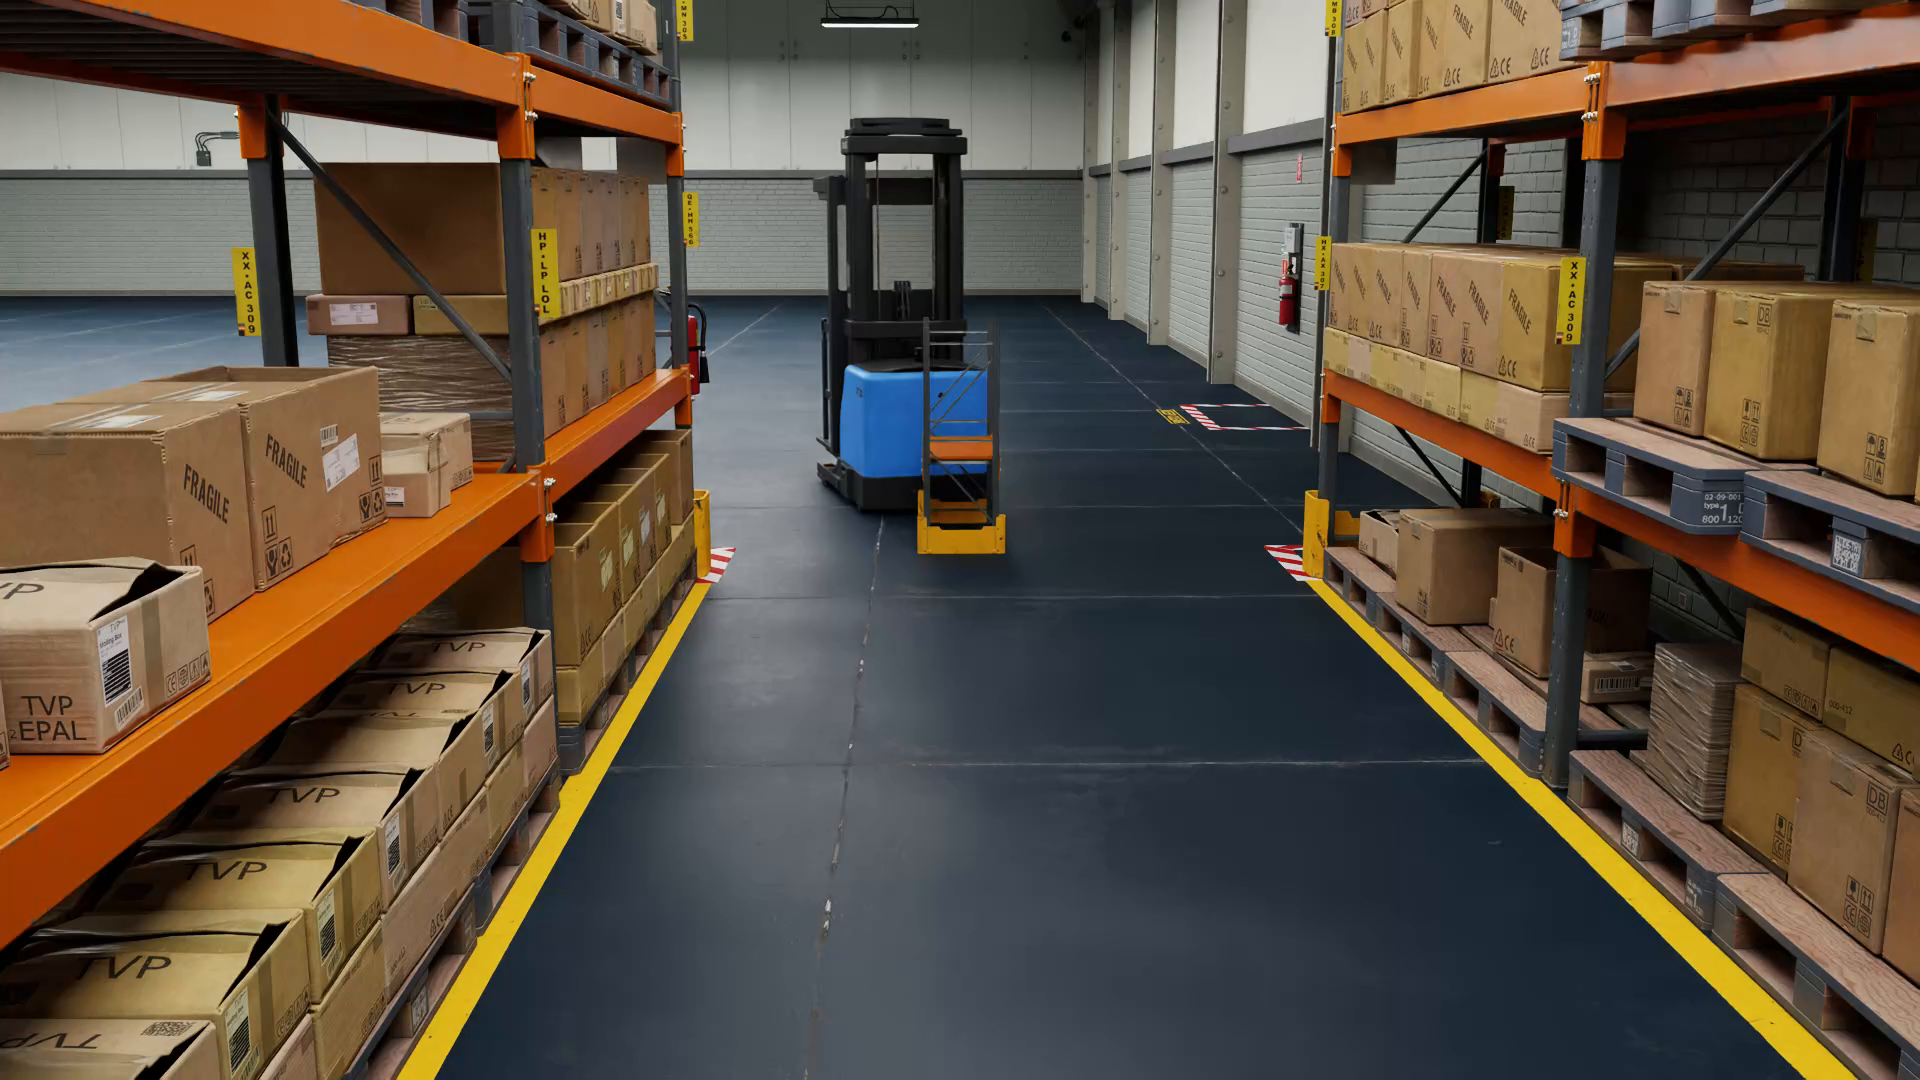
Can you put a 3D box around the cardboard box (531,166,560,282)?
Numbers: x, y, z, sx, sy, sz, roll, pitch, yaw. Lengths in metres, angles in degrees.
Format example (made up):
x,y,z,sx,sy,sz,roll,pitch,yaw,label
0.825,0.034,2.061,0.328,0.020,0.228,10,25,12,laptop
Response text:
x,y,z,sx,sy,sz,roll,pitch,yaw,label
-2.120,-1.337,7.089,0.700,0.500,0.500,0,11,-1,cardboard box

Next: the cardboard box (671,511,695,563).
x,y,z,sx,sy,sz,roll,pitch,yaw,label
-1.869,-0.011,9.930,0.500,0.250,0.500,0,11,-1,cardboard box

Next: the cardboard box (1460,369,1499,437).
x,y,z,sx,sy,sz,roll,pitch,yaw,label
2.544,-0.613,7.362,0.500,0.250,0.500,0,11,-1,cardboard box

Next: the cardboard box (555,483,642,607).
x,y,z,sx,sy,sz,roll,pitch,yaw,label
-1.811,0.019,7.896,0.500,0.500,0.500,0,11,-1,cardboard box

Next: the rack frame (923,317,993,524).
x,y,z,sx,sy,sz,roll,pitch,yaw,label
-0.012,-0.853,11.992,0.500,1.500,0.032,0,11,-1,rack frame

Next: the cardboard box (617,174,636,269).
x,y,z,sx,sy,sz,roll,pitch,yaw,label
-2.162,-1.735,9.054,0.700,0.500,0.500,-1,11,-3,cardboard box

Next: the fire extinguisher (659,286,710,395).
x,y,z,sx,sy,sz,roll,pitch,yaw,label
-1.714,-1.246,10.351,0.296,0.674,0.183,0,11,-1,fire extinguisher

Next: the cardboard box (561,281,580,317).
x,y,z,sx,sy,sz,roll,pitch,yaw,label
-1.927,-1.088,7.492,0.380,0.149,0.250,-1,11,-3,cardboard box

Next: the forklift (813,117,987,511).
x,y,z,sx,sy,sz,roll,pitch,yaw,label
-0.574,-1.901,13.557,1.130,2.935,3.031,-3,12,-14,forklift

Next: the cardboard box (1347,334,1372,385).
x,y,z,sx,sy,sz,roll,pitch,yaw,label
2.494,-1.014,9.342,0.500,0.250,0.500,-1,11,-3,cardboard box

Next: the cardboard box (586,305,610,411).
x,y,z,sx,sy,sz,roll,pitch,yaw,label
-2.144,-0.907,8.233,0.700,0.500,0.500,0,11,1,cardboard box

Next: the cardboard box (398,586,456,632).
x,y,z,sx,sy,sz,roll,pitch,yaw,label
-2.320,0.120,7.396,0.500,0.500,0.500,0,11,-1,cardboard box

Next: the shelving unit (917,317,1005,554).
x,y,z,sx,sy,sz,roll,pitch,yaw,label
-0.002,-0.750,11.485,0.587,1.500,1.083,0,11,-1,shelving unit

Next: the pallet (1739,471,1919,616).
x,y,z,sx,sy,sz,roll,pitch,yaw,label
2.860,0.011,4.441,1.003,0.211,1.213,0,11,-1,pallet

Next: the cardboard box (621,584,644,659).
x,y,z,sx,sy,sz,roll,pitch,yaw,label
-1.810,0.386,7.971,0.500,0.250,0.500,0,11,-1,cardboard box

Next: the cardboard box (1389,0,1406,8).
x,y,z,sx,sy,sz,roll,pitch,yaw,label
2.523,-3.019,8.535,0.500,0.500,0.500,0,11,0,cardboard box

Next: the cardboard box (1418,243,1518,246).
x,y,z,sx,sy,sz,roll,pitch,yaw,label
2.999,-1.491,9.803,0.500,0.500,0.500,0,11,-2,cardboard box

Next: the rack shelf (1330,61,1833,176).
x,y,z,sx,sy,sz,roll,pitch,yaw,label
2.818,-1.999,8.136,1.077,0.370,4.000,0,11,-1,rack shelf

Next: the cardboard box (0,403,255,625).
x,y,z,sx,sy,sz,roll,pitch,yaw,label
-2.062,-0.051,4.013,0.500,0.500,0.500,-1,11,-4,cardboard box

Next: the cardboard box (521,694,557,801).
x,y,z,sx,sy,sz,roll,pitch,yaw,label
-1.795,0.760,6.130,0.500,0.250,0.500,0,11,-2,cardboard box

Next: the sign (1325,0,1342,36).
x,y,z,sx,sy,sz,roll,pitch,yaw,label
2.234,-3.176,9.926,0.100,0.325,0.005,0,11,-1,sign

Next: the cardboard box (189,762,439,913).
x,y,z,sx,sy,sz,roll,pitch,yaw,label
-1.767,0.785,4.592,0.500,0.311,0.500,0,11,-2,cardboard box

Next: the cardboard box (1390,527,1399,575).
x,y,z,sx,sy,sz,roll,pitch,yaw,label
2.713,0.074,9.307,0.500,0.311,0.500,1,11,4,cardboard box

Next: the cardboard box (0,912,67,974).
x,y,z,sx,sy,sz,roll,pitch,yaw,label
-2.285,0.992,3.573,0.500,0.311,0.500,0,11,-2,cardboard box

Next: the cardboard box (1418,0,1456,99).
x,y,z,sx,sy,sz,roll,pitch,yaw,label
2.556,-2.424,8.119,0.500,0.500,0.500,0,11,2,cardboard box

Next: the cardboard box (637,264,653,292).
x,y,z,sx,sy,sz,roll,pitch,yaw,label
-1.971,-1.498,9.517,0.380,0.149,0.250,0,11,0,cardboard box

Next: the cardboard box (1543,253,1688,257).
x,y,z,sx,sy,sz,roll,pitch,yaw,label
3.047,-1.084,7.801,0.500,0.500,0.500,0,11,0,cardboard box

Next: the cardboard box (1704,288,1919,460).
x,y,z,sx,sy,sz,roll,pitch,yaw,label
2.840,-0.537,5.302,0.700,0.500,0.500,1,12,5,cardboard box

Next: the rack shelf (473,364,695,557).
x,y,z,sx,sy,sz,roll,pitch,yaw,label
-2.135,-0.508,8.330,1.077,0.370,4.000,0,11,-1,rack shelf

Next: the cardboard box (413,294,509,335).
x,y,z,sx,sy,sz,roll,pitch,yaw,label
-1.905,-0.884,6.491,0.380,0.149,0.250,0,11,-1,cardboard box

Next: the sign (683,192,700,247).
x,y,z,sx,sy,sz,roll,pitch,yaw,label
-1.633,-1.941,10.077,0.100,0.325,0.005,0,11,-1,sign

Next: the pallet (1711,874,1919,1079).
x,y,z,sx,sy,sz,roll,pitch,yaw,label
2.905,1.280,4.719,1.003,0.211,1.213,0,11,-1,pallet

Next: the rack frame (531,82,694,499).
x,y,z,sx,sy,sz,roll,pitch,yaw,label
-2.176,-1.258,10.218,1.000,3.000,0.127,0,11,-1,rack frame

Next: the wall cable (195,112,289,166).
x,y,z,sx,sy,sz,roll,pitch,yaw,label
-17.704,-12.212,40.566,2.305,6.003,0.169,0,11,-1,wall cable

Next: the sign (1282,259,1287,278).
x,y,z,sx,sy,sz,roll,pitch,yaw,label
3.611,-2.956,18.495,0.001,0.329,0.234,0,11,-1,sign

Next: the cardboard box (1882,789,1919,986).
x,y,z,sx,sy,sz,roll,pitch,yaw,label
2.942,0.976,4.386,0.700,0.500,0.500,0,11,-1,cardboard box

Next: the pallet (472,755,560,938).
x,y,z,sx,sy,sz,roll,pitch,yaw,label
-2.039,1.050,5.855,1.003,0.211,1.213,0,11,-1,pallet

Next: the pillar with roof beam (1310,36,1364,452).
x,y,z,sx,sy,sz,roll,pitch,yaw,label
-0.772,-5.259,14.849,9.100,9.000,0.400,0,11,-1,pillar with roof beam

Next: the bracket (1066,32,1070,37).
x,y,z,sx,sy,sz,roll,pitch,yaw,label
2.636,-12.246,40.237,0.076,0.066,3.189,0,11,-1,bracket

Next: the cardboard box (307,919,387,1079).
x,y,z,sx,sy,sz,roll,pitch,yaw,label
-1.756,1.165,4.132,0.500,0.250,0.500,-1,11,-3,cardboard box

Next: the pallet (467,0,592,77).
x,y,z,sx,sy,sz,roll,pitch,yaw,label
-2.137,-2.059,6.844,1.003,0.211,1.213,0,11,-1,pallet

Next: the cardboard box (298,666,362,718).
x,y,z,sx,sy,sz,roll,pitch,yaw,label
-2.329,0.586,5.574,0.500,0.311,0.500,0,11,-2,cardboard box

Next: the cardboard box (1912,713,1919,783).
x,y,z,sx,sy,sz,roll,pitch,yaw,label
2.910,0.594,4.382,0.500,0.250,0.500,0,11,-1,cardboard box

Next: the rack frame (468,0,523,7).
x,y,z,sx,sy,sz,roll,pitch,yaw,label
-2.093,-3.403,5.702,1.000,3.000,0.127,0,11,-1,rack frame

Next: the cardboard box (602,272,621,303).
x,y,z,sx,sy,sz,roll,pitch,yaw,label
-1.949,-1.293,8.504,0.380,0.149,0.250,0,11,0,cardboard box

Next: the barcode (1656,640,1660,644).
x,y,z,sx,sy,sz,roll,pitch,yaw,label
3.142,0.492,7.474,0.001,0.075,0.075,0,11,-1,barcode

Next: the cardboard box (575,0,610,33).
x,y,z,sx,sy,sz,roll,pitch,yaw,label
-2.001,-2.586,7.551,0.797,0.503,0.637,1,12,5,cardboard box

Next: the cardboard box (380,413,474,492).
x,y,z,sx,sy,sz,roll,pitch,yaw,label
-2.039,-0.292,5.832,0.500,0.250,0.500,0,11,2,cardboard box

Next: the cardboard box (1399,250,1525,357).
x,y,z,sx,sy,sz,roll,pitch,yaw,label
2.513,-1.184,8.290,0.500,0.500,0.500,0,11,1,cardboard box

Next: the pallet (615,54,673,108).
x,y,z,sx,sy,sz,roll,pitch,yaw,label
-2.187,-2.545,9.235,1.003,0.211,1.213,0,11,-1,pallet

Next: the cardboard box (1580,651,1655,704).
x,y,z,sx,sy,sz,roll,pitch,yaw,label
2.818,0.582,7.164,0.380,0.166,0.250,-2,12,-9,cardboard box
